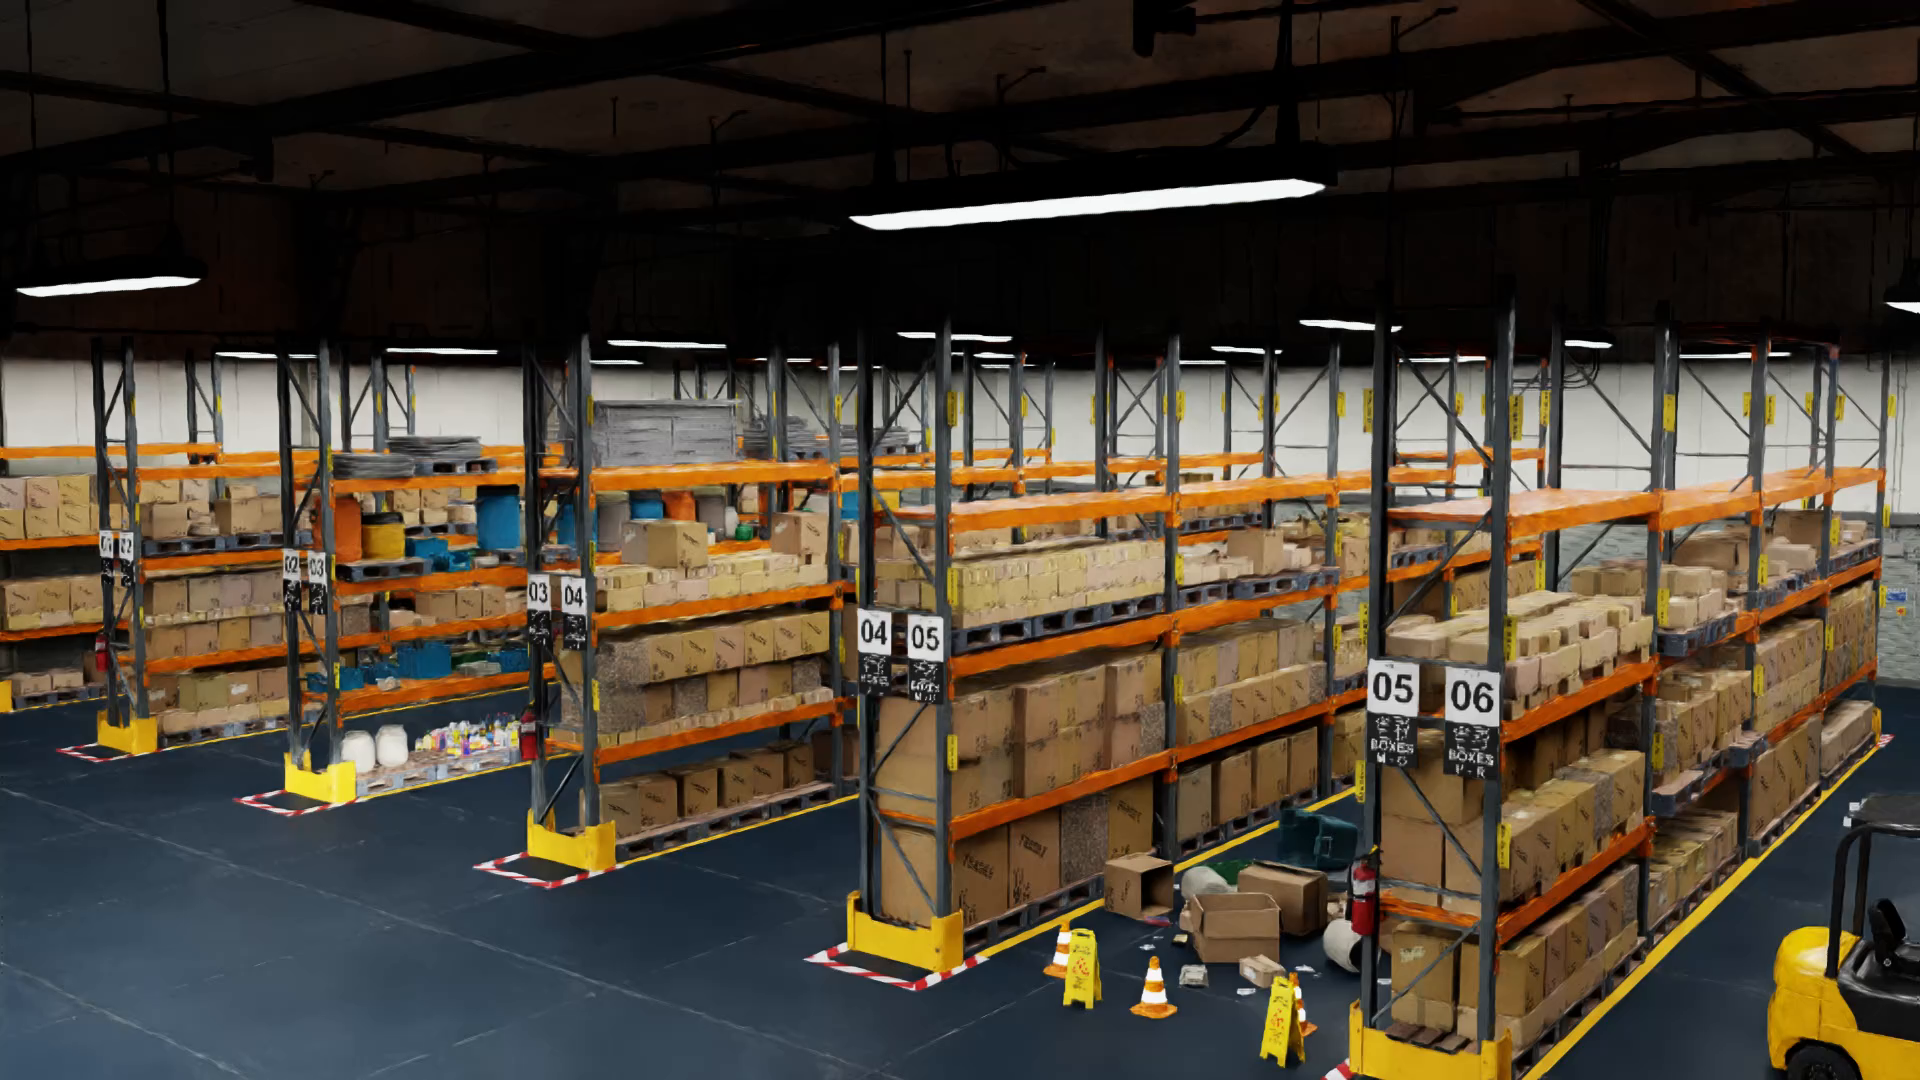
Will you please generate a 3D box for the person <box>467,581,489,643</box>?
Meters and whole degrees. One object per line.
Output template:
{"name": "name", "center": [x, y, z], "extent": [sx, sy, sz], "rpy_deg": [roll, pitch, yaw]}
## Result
{"name": "person", "center": [-9.230, 1.590, 31.975], "extent": [0.580, 1.604, 0.507], "rpy_deg": [3, 6, 35]}
